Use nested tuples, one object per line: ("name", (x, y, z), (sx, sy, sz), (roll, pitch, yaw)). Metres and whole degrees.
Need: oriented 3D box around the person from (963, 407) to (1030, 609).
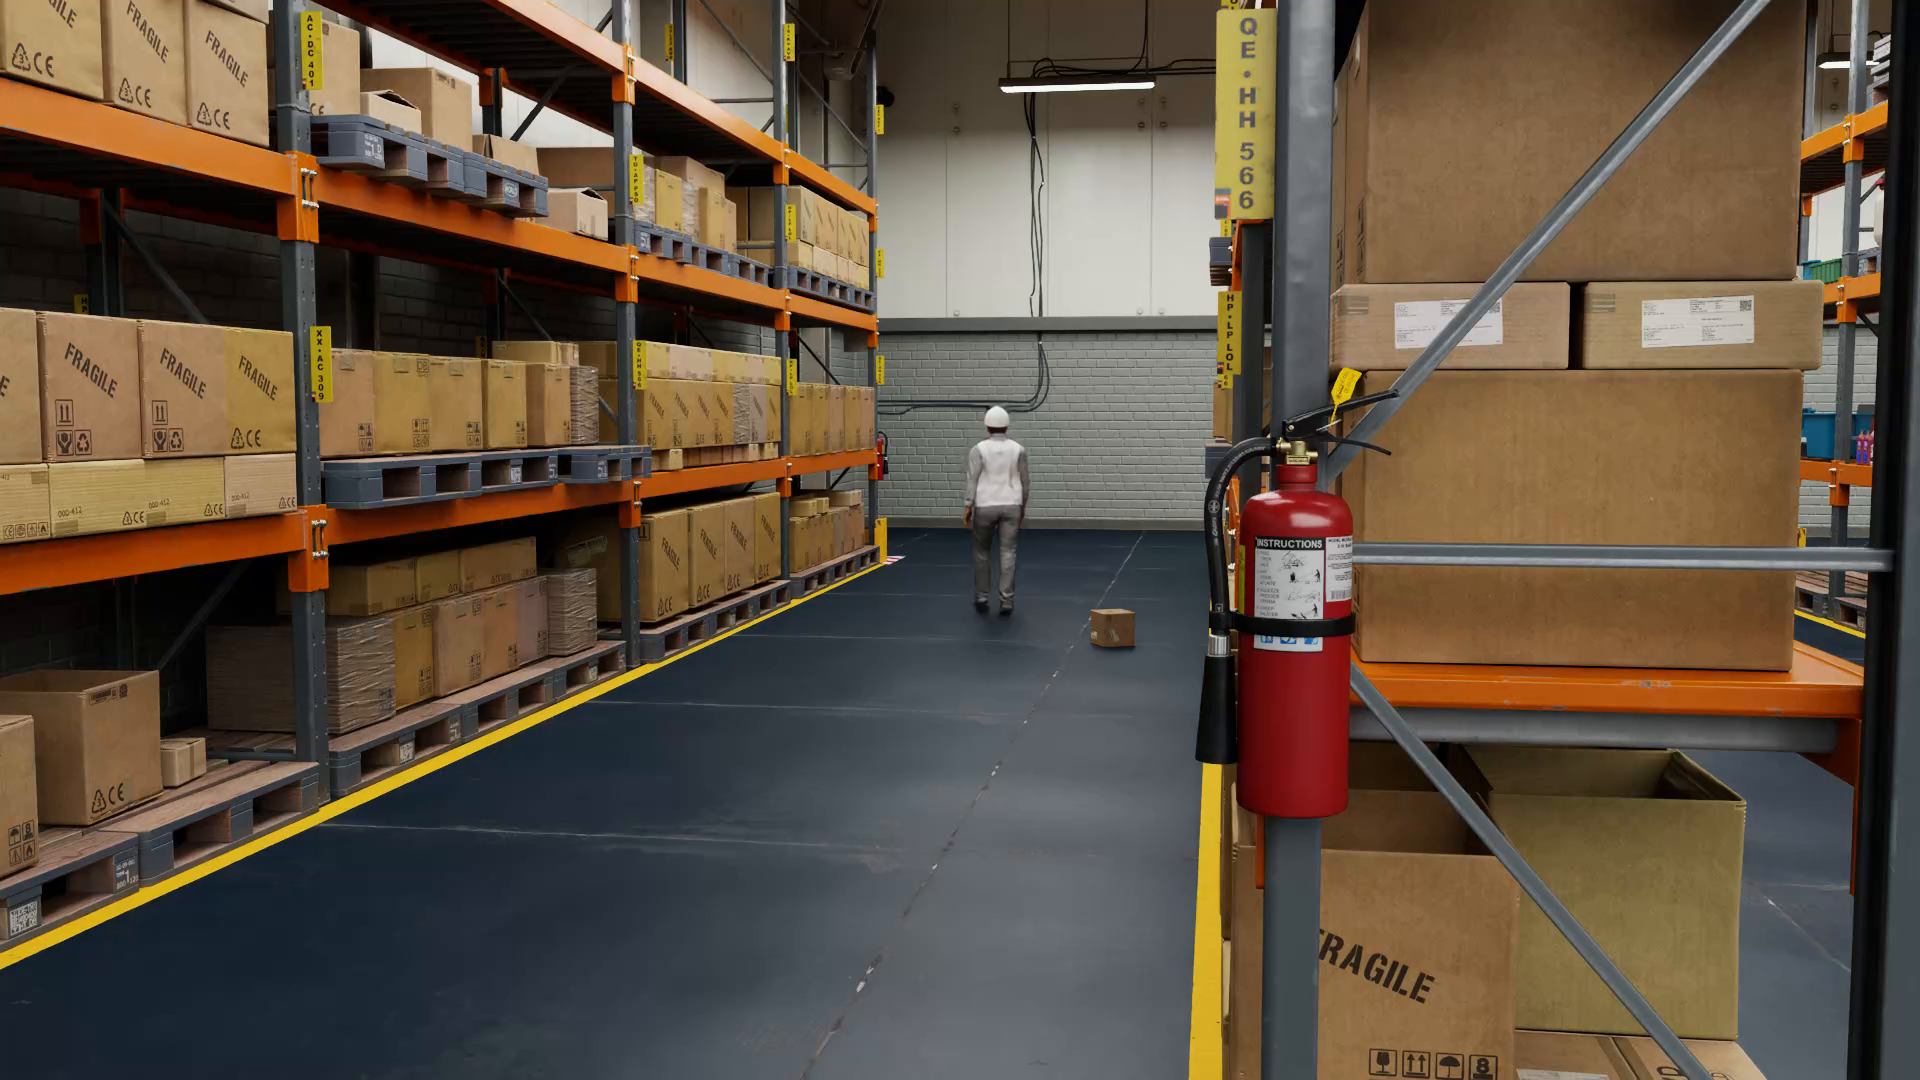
("person", (0.311, -0.267, 14.488), (0.590, 1.785, 0.840), (0, 4, -5))
